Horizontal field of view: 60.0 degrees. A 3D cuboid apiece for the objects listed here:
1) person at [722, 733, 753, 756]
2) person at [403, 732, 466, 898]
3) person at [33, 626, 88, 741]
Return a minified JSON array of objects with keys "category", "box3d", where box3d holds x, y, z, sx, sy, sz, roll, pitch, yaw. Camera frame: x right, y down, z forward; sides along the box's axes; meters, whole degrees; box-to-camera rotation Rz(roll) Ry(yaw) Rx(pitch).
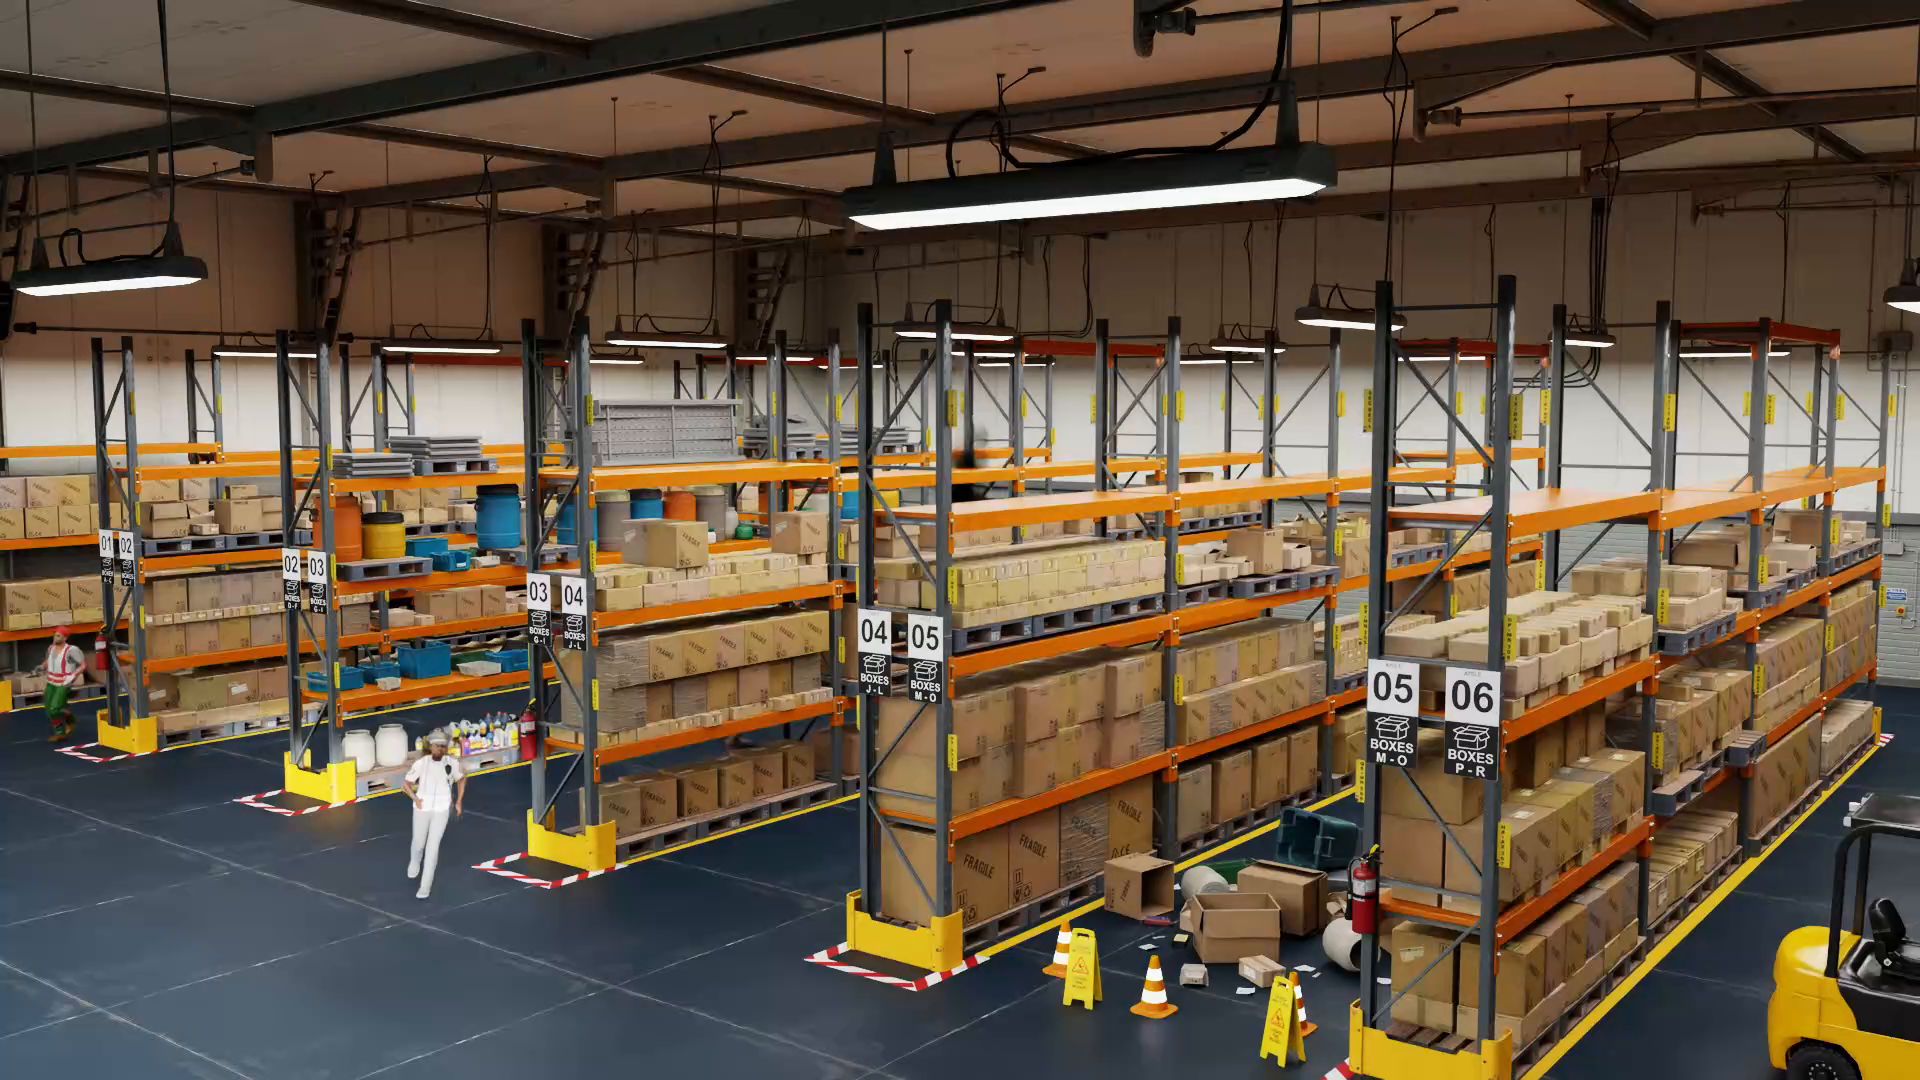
[{"category":"person","box3d":[-3.010,2.375,22.527,0.661,1.708,0.792,3,6,32]},{"category":"person","box3d":[-5.495,2.820,17.399,0.629,1.657,0.867,-1,5,-16]},{"category":"person","box3d":[-13.417,2.146,24.803,0.679,1.726,0.624,2,5,18]}]
